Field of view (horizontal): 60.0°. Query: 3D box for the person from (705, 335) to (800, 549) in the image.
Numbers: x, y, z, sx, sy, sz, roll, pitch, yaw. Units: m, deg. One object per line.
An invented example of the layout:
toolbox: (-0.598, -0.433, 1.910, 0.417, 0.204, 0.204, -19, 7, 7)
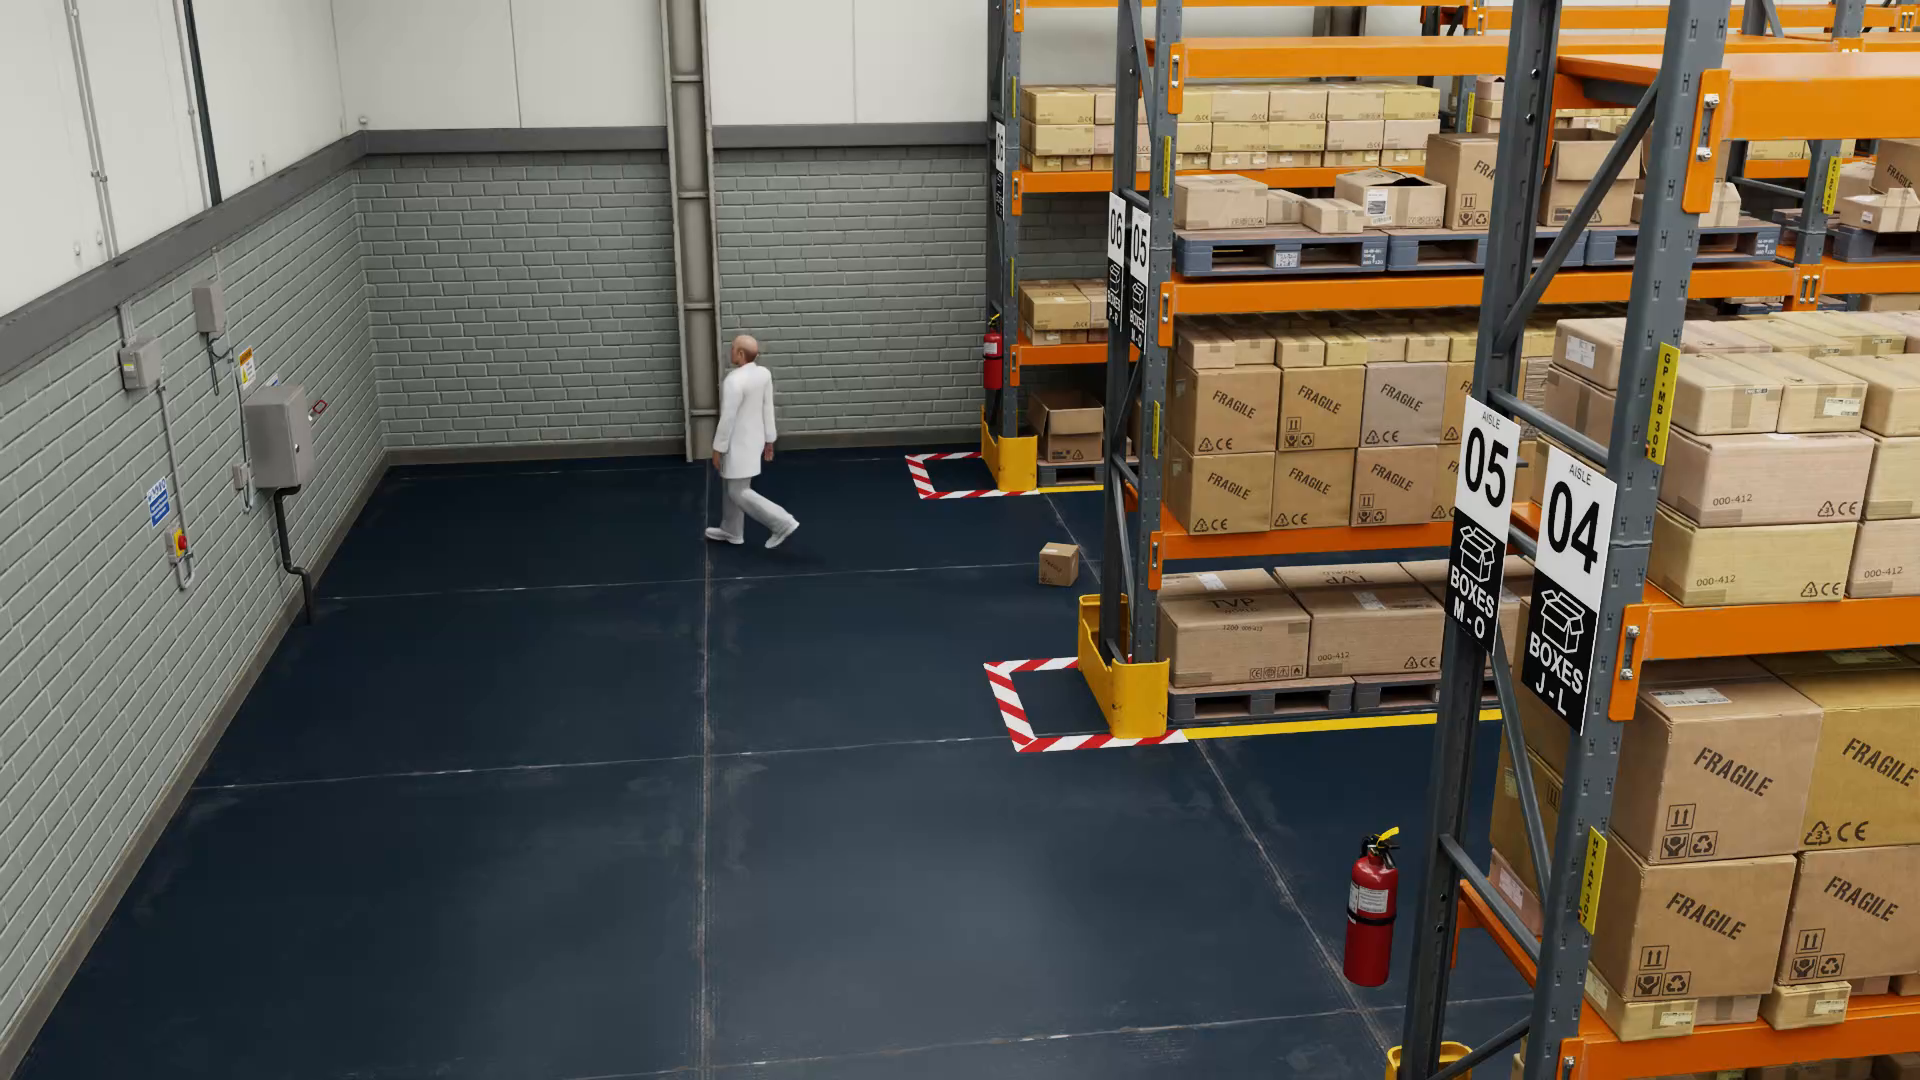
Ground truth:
person: (-1.694, -0.758, 13.186, 0.959, 1.746, 0.604, 8, 21, 21)
